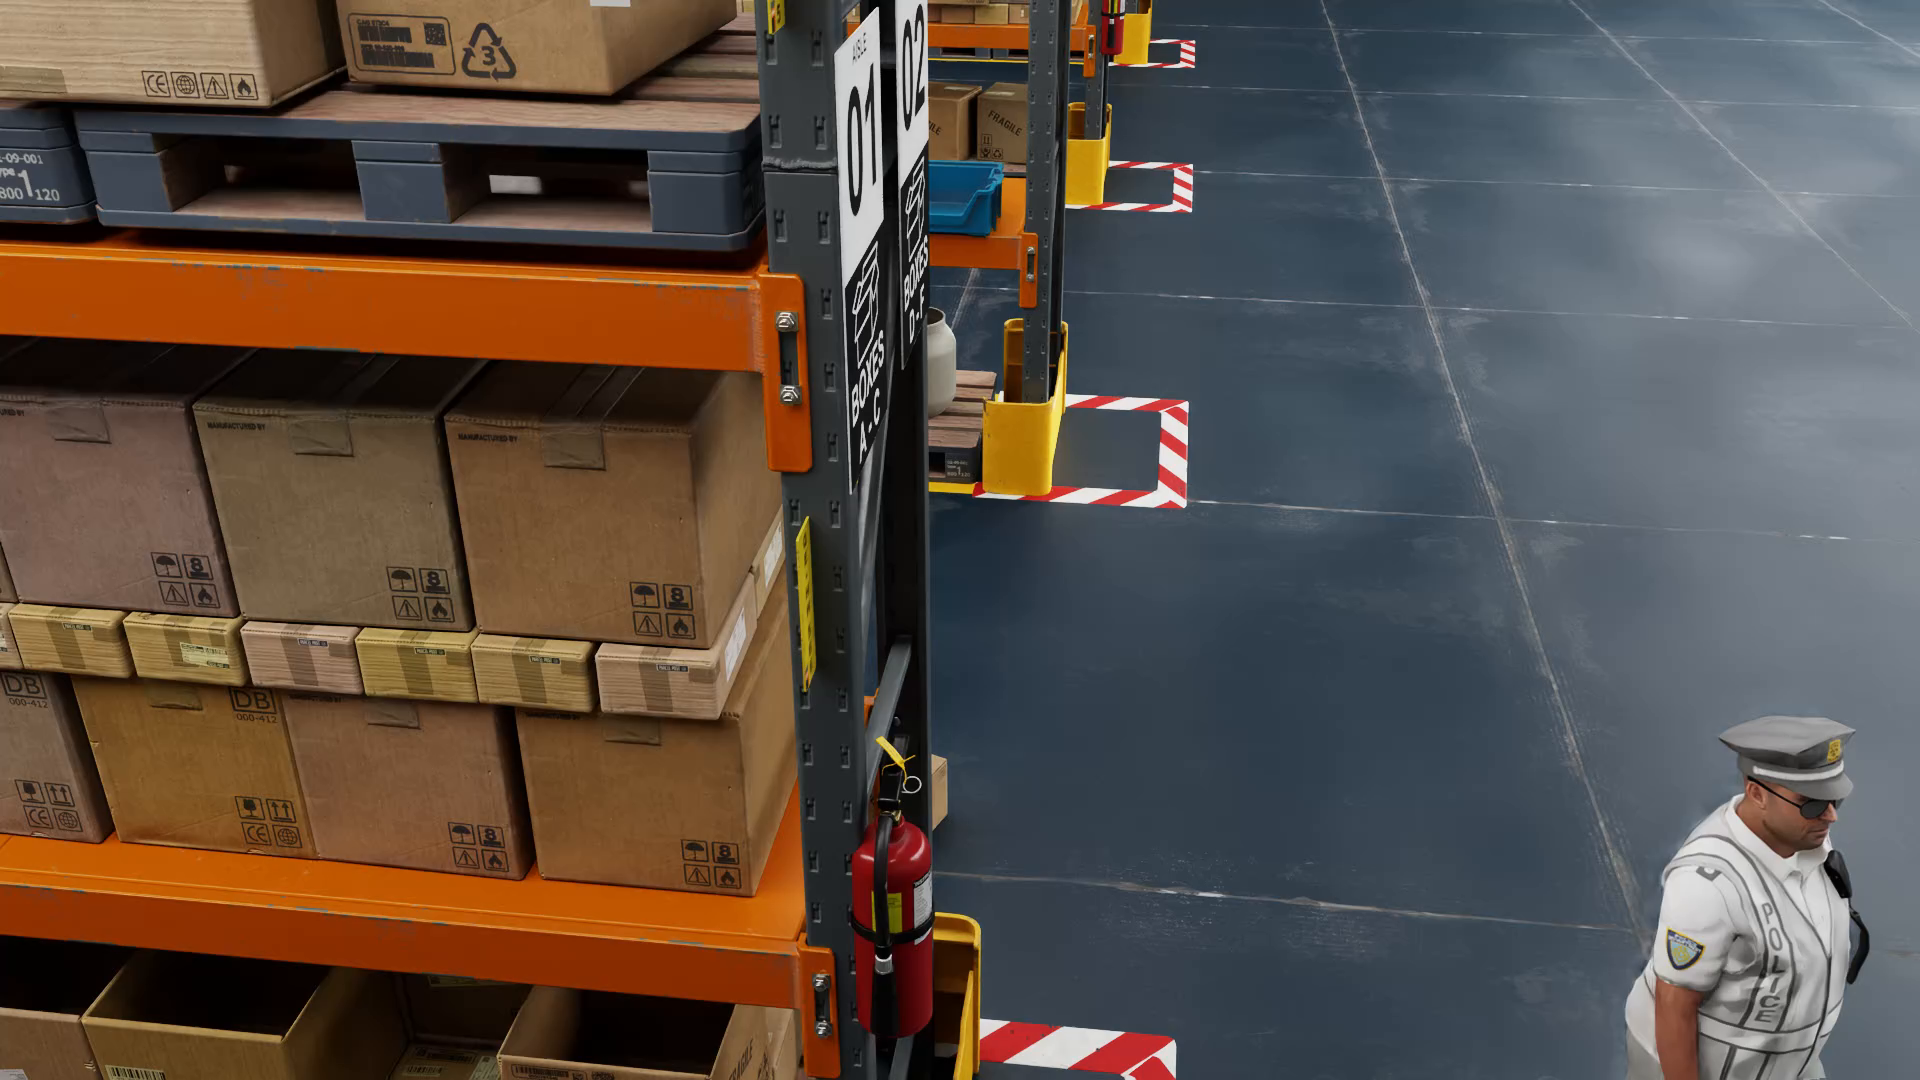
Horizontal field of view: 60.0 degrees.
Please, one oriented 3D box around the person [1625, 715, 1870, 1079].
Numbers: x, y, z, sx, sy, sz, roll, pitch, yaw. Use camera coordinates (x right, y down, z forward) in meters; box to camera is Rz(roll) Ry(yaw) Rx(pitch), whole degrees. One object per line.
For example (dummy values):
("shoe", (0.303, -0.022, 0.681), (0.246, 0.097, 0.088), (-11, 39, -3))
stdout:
("person", (1.796, 1.202, 3.870), (0.585, 1.840, 0.506), (-18, 33, -30))
